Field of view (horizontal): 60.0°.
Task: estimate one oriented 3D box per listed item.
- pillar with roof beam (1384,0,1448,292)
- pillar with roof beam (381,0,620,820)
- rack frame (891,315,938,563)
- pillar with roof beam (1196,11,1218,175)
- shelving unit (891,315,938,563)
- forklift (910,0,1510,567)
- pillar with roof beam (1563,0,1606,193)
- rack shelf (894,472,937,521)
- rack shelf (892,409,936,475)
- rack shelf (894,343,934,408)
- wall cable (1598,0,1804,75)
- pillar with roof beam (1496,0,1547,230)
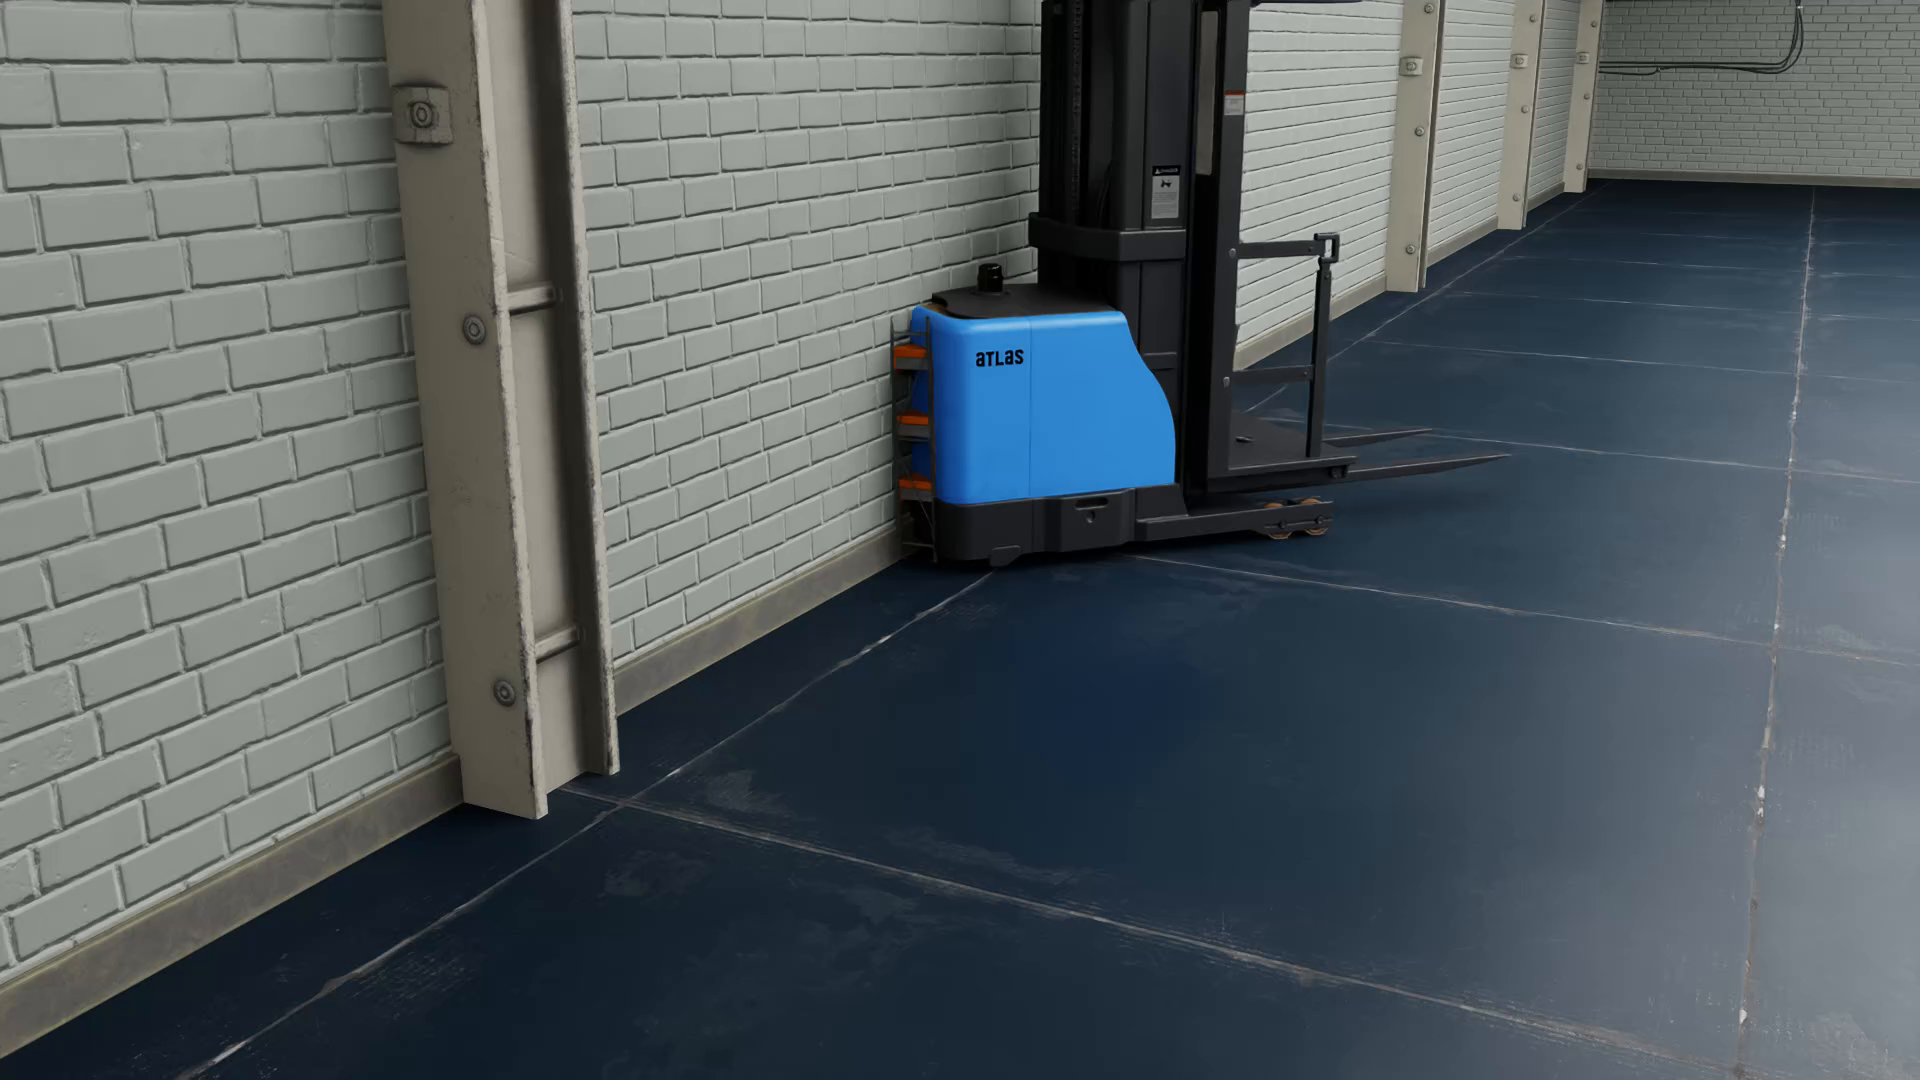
[{"bbox_3d":[7.941,-6.084,12.203,9.100,9.000,0.400,8,18,25],"label":"pillar with roof beam"},{"bbox_3d":[2.579,-3.027,1.912,9.100,9.000,0.400,8,18,25],"label":"pillar with roof beam"},{"bbox_3d":[-0.197,-0.421,7.018,0.200,1.050,0.008,7,16,30],"label":"rack frame"},{"bbox_3d":[5.260,-4.556,7.057,9.100,9.000,0.400,8,18,25],"label":"pillar with roof beam"},{"bbox_3d":[-0.134,-0.448,7.120,0.215,1.050,0.252,7,16,30],"label":"shelving unit"},{"bbox_3d":[1.168,-1.537,7.552,3.031,2.935,1.130,-6,18,-21],"label":"forklift"},{"bbox_3d":[13.303,-9.140,22.494,9.100,9.000,0.400,8,18,25],"label":"pillar with roof beam"},{"bbox_3d":[-0.126,-0.168,7.190,0.215,0.259,0.240,7,16,30],"label":"rack shelf"},{"bbox_3d":[-0.134,-0.438,7.122,0.215,0.259,0.240,7,16,30],"label":"rack shelf"},{"bbox_3d":[-0.142,-0.713,7.053,0.215,0.259,0.240,7,16,30],"label":"rack shelf"},{"bbox_3d":[11.951,-8.782,26.740,3.097,2.526,0.112,8,18,25],"label":"wall cable"},{"bbox_3d":[10.622,-7.612,17.348,9.100,9.000,0.400,8,18,25],"label":"pillar with roof beam"}]
